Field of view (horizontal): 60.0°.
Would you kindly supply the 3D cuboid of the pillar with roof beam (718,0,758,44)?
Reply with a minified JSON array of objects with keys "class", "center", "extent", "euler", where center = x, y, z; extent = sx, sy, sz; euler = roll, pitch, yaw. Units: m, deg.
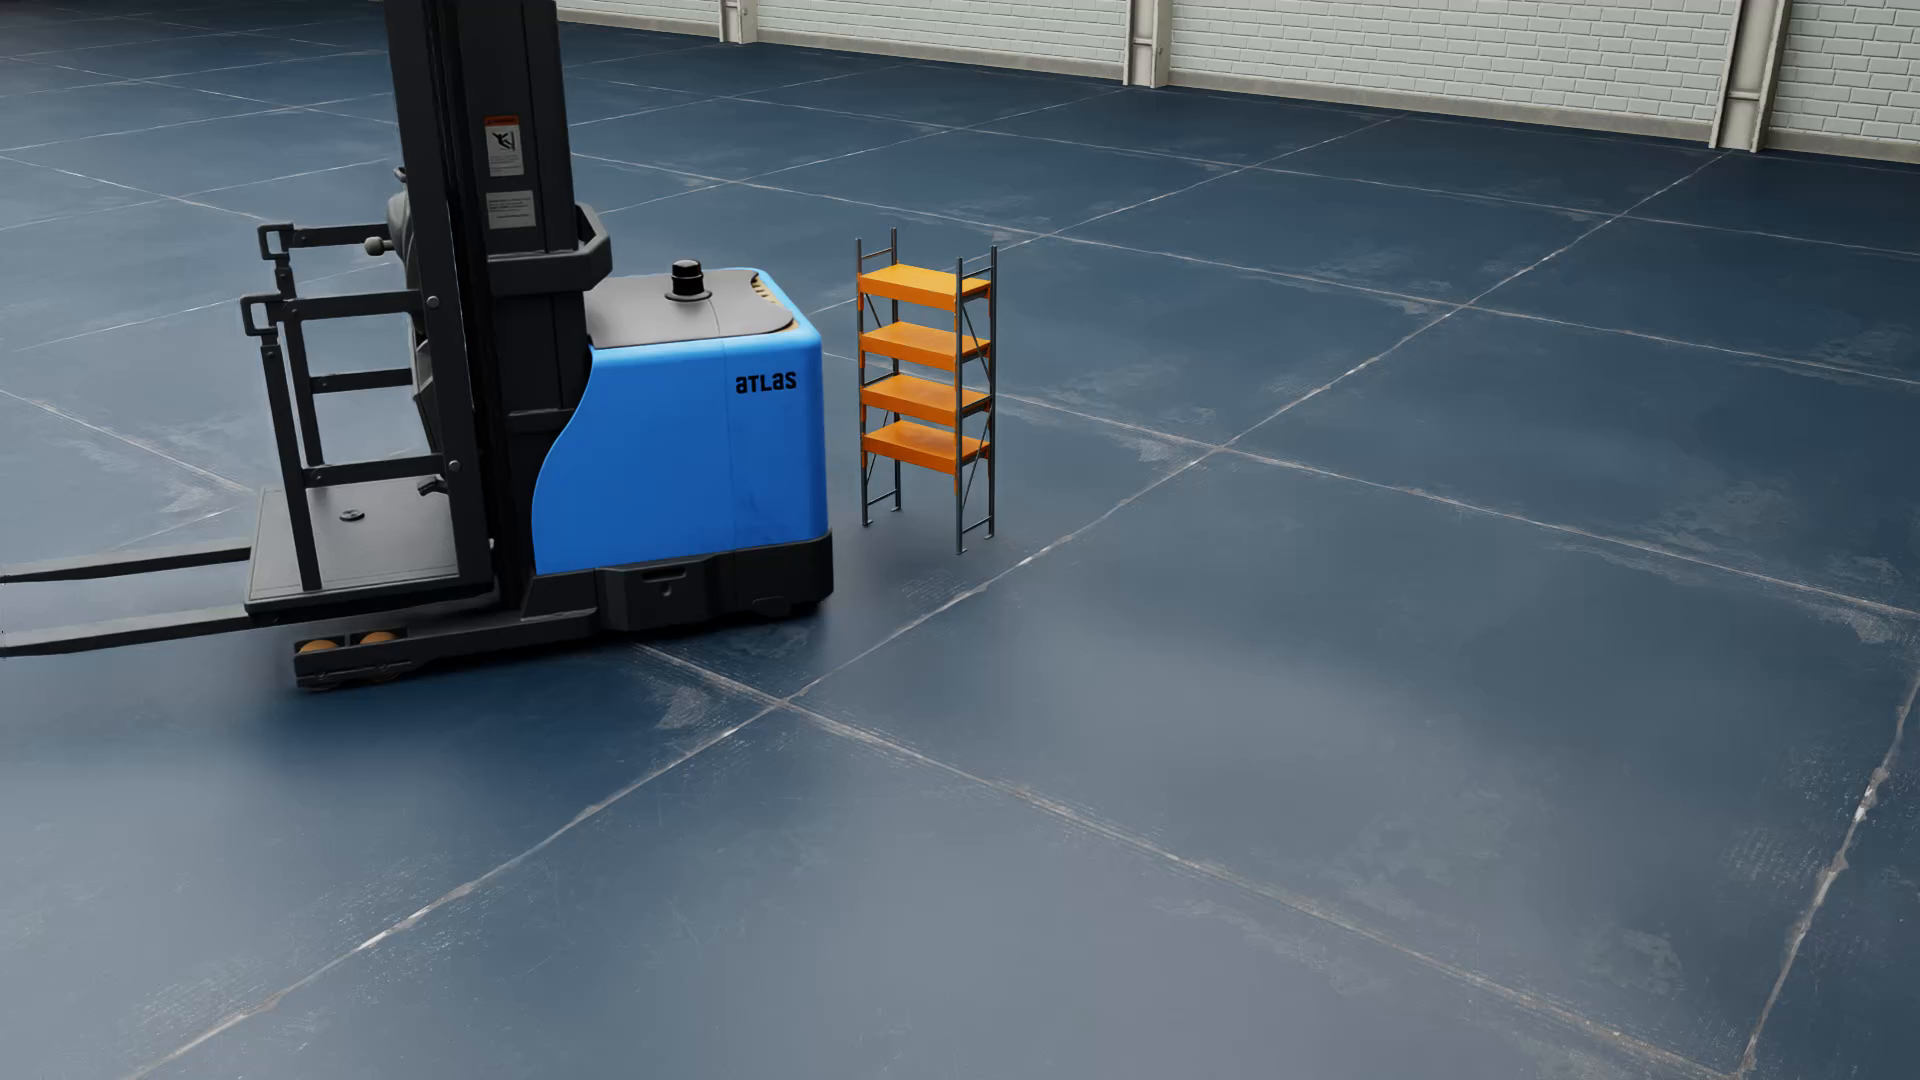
[{"class":"pillar with roof beam","center":[-5.388,-9.067,16.167],"extent":[0.400,9.000,9.100],"euler":[17,29,33]}]

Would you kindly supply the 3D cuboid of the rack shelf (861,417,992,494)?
[{"class":"rack shelf","center":[-0.132,-0.346,6.706],"extent":[0.480,0.148,0.258],"euler":[17,29,33]}]

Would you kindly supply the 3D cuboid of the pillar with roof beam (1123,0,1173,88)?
[{"class":"pillar with roof beam","center":[-0.587,-7.616,12.874],"extent":[0.400,9.000,9.100],"euler":[17,29,33]}]

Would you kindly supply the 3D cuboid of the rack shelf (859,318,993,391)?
[{"class":"rack shelf","center":[-0.132,-0.732,6.536],"extent":[0.480,0.148,0.258],"euler":[17,29,33]}]

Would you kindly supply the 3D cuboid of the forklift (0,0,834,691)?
[{"class":"forklift","center":[-2.042,-1.073,5.551],"extent":[3.031,2.935,1.130],"euler":[-8,25,-17]}]

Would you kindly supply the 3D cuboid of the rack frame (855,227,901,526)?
[{"class":"rack frame","center":[-0.328,-0.648,6.733],"extent":[0.015,1.200,0.240],"euler":[17,29,33]}]

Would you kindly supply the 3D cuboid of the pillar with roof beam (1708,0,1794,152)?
[{"class":"pillar with roof beam","center":[4.214,-6.165,9.581],"extent":[0.400,9.000,9.100],"euler":[17,29,33]}]

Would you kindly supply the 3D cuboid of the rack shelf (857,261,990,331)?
[{"class":"rack shelf","center":[-0.132,-0.949,6.440],"extent":[0.480,0.148,0.258],"euler":[17,29,33]}]

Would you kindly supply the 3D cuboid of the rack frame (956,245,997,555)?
[{"class":"rack frame","center":[0.063,-0.530,6.465],"extent":[0.015,1.200,0.240],"euler":[17,29,33]}]

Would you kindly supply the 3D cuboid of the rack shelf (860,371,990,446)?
[{"class":"rack shelf","center":[-0.132,-0.528,6.626],"extent":[0.480,0.148,0.258],"euler":[17,29,33]}]

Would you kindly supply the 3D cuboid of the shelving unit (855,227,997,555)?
[{"class":"shelving unit","center":[-0.132,-0.589,6.599],"extent":[0.503,1.200,0.258],"euler":[17,29,33]}]
